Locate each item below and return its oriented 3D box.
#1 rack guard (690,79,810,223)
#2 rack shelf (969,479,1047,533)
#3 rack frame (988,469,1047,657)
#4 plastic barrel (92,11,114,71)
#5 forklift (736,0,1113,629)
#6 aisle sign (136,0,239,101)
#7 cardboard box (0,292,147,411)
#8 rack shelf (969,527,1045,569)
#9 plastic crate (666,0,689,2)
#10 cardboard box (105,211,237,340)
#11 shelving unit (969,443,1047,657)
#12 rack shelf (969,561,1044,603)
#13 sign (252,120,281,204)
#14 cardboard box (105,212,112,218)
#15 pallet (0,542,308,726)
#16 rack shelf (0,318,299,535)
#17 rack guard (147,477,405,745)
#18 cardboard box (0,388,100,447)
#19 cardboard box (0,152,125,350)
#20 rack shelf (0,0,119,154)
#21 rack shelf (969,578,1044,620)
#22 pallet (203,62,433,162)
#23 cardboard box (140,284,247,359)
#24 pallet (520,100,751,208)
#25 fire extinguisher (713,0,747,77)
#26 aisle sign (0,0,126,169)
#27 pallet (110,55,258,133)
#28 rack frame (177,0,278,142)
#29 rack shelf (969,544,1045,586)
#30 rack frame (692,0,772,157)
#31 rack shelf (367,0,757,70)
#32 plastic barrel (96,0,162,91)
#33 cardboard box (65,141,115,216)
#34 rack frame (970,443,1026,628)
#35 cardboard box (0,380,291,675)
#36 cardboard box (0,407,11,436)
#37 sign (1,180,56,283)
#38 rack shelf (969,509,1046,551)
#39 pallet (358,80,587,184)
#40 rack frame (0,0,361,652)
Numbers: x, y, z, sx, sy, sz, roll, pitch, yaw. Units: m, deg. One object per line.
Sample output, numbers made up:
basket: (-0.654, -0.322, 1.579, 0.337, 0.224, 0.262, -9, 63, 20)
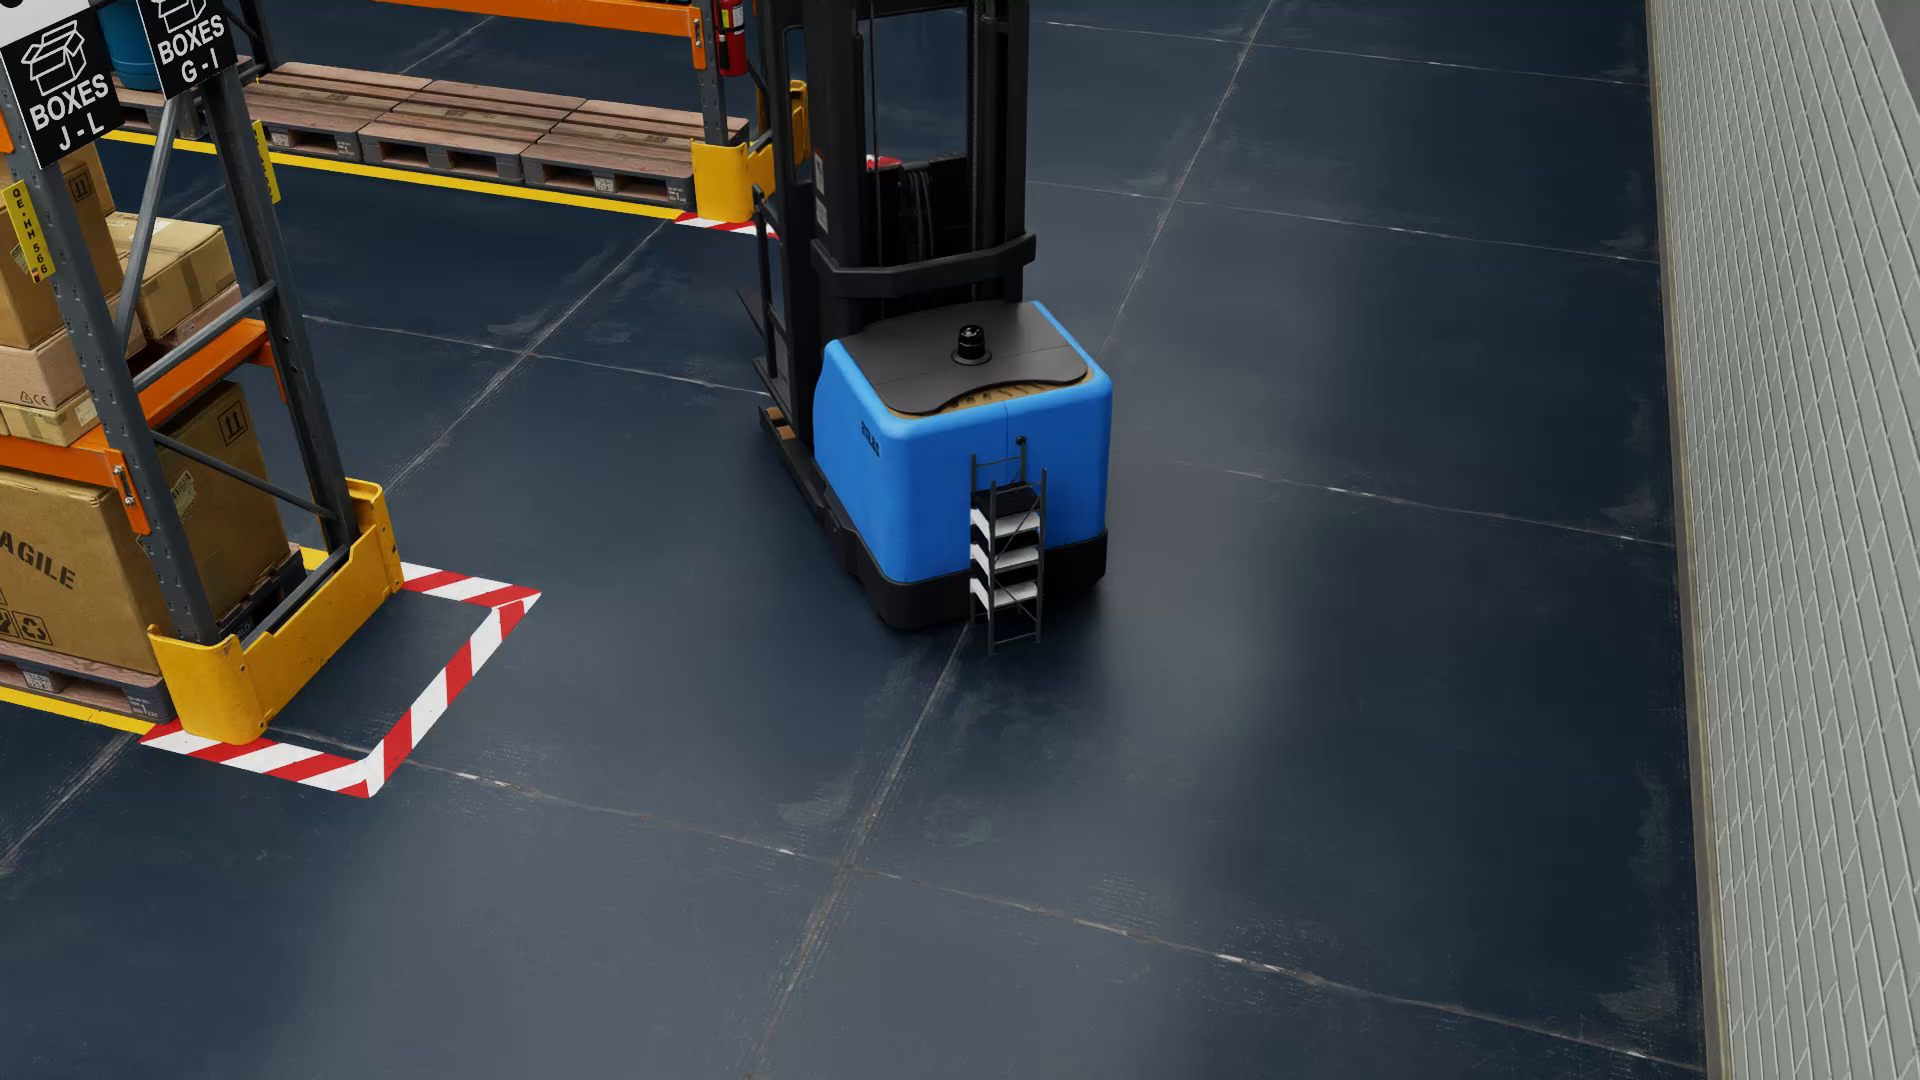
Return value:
rack guard: (-1.343, -2.543, 10.783, 0.348, 0.500, 1.175, 10, 38, 14)
rack shelf: (0.195, -0.141, 6.783, 0.258, 0.077, 0.200, -13, 38, -18)
rack frame: (0.233, 0.106, 6.847, 0.240, 0.900, 0.006, -13, 38, -18)
plastic barrel: (-6.378, -3.808, 11.810, 0.708, 0.901, 0.600, 10, 38, 14)
forklift: (-0.371, -1.670, 7.547, 1.130, 2.935, 3.031, -13, 38, -18)
aisle sign: (-2.688, -1.948, 5.673, 0.004, 0.787, 0.394, 10, 38, 14)
cardboard box: (-3.388, -0.739, 6.099, 0.500, 0.250, 0.500, 10, 38, 13)
rack shelf: (0.195, 0.004, 6.889, 0.258, 0.077, 0.200, -13, 38, -18)
plastic crate: (-1.745, -3.538, 9.946, 0.499, 0.435, 0.616, 10, 38, 14)
cardboard box: (-3.224, -1.041, 6.509, 0.500, 0.250, 0.500, 10, 37, 13)
shelving unit: (0.195, 0.050, 6.923, 0.258, 0.900, 0.210, -13, 38, -18)
rack shelf: (0.195, 0.149, 6.996, 0.258, 0.077, 0.200, -13, 38, -18)
sign: (-2.675, -1.437, 6.375, 0.005, 0.325, 0.100, 10, 38, 14)
cardboard box: (-3.722, -1.129, 6.629, 0.500, 0.250, 0.500, 10, 38, 13)
pallet: (-3.633, 0.282, 7.189, 1.213, 0.211, 1.003, 10, 38, 14)
rack shelf: (-4.756, -0.808, 6.924, 4.000, 0.370, 1.077, 10, 38, 14)
rack guard: (-2.824, 0.267, 6.965, 0.348, 0.500, 1.175, 10, 38, 14)
cardboard box: (-3.285, -0.519, 6.137, 0.250, 0.149, 0.380, 11, 38, 15)
cardboard box: (-3.390, -1.043, 5.879, 0.500, 0.500, 0.500, 11, 38, 14)
rack shelf: (-4.756, -2.016, 6.035, 4.000, 0.370, 1.077, 10, 38, 14)
rack shelf: (0.195, 0.222, 7.049, 0.258, 0.077, 0.200, -13, 38, -18)
pallet: (-4.474, -3.022, 11.678, 1.213, 0.211, 1.003, 10, 38, 14)
cardboard box: (-3.087, -0.892, 6.644, 0.250, 0.149, 0.380, 11, 38, 14)
pallet: (-2.145, -2.591, 11.092, 1.213, 0.211, 1.003, 10, 38, 14)
fire extinguisher: (-1.361, -3.081, 9.786, 0.183, 0.674, 0.296, 10, 38, 14)
aisle sign: (-2.867, -1.608, 5.212, 0.004, 0.787, 0.394, 10, 38, 14)
pallet: (-5.912, -3.290, 12.042, 1.213, 0.211, 1.003, 10, 38, 14)
rack frame: (-5.188, -4.253, 10.998, 0.127, 3.000, 1.000, 10, 38, 14)
rack shelf: (0.195, 0.077, 6.943, 0.258, 0.077, 0.200, -13, 38, -18)
rack frame: (-1.370, -3.546, 10.038, 0.127, 3.000, 1.000, 10, 38, 14)
rack shelf: (-3.279, -3.610, 10.731, 4.000, 0.370, 1.077, 10, 38, 14)
plastic barrel: (-5.702, -3.683, 11.640, 0.708, 0.901, 0.600, 10, 38, 14)
cardboard box: (-3.702, -1.431, 6.407, 0.500, 0.500, 0.500, 10, 37, 13)
rack frame: (0.157, -0.006, 6.999, 0.240, 0.900, 0.006, -13, 38, -18)
cardboard box: (-3.481, -0.125, 6.828, 0.875, 0.875, 0.875, 10, 38, 14)
cardboard box: (-3.533, -0.564, 6.198, 0.250, 0.149, 0.380, 11, 38, 14)
sign: (-3.022, -1.001, 5.403, 0.005, 0.325, 0.100, 10, 38, 14)
rack shelf: (0.195, -0.068, 6.836, 0.258, 0.077, 0.200, -13, 38, -18)
pallet: (-3.306, -2.808, 11.387, 1.213, 0.211, 1.003, 10, 38, 14)
rack frame: (-2.847, -0.744, 6.230, 0.127, 3.000, 1.000, 10, 38, 14)
